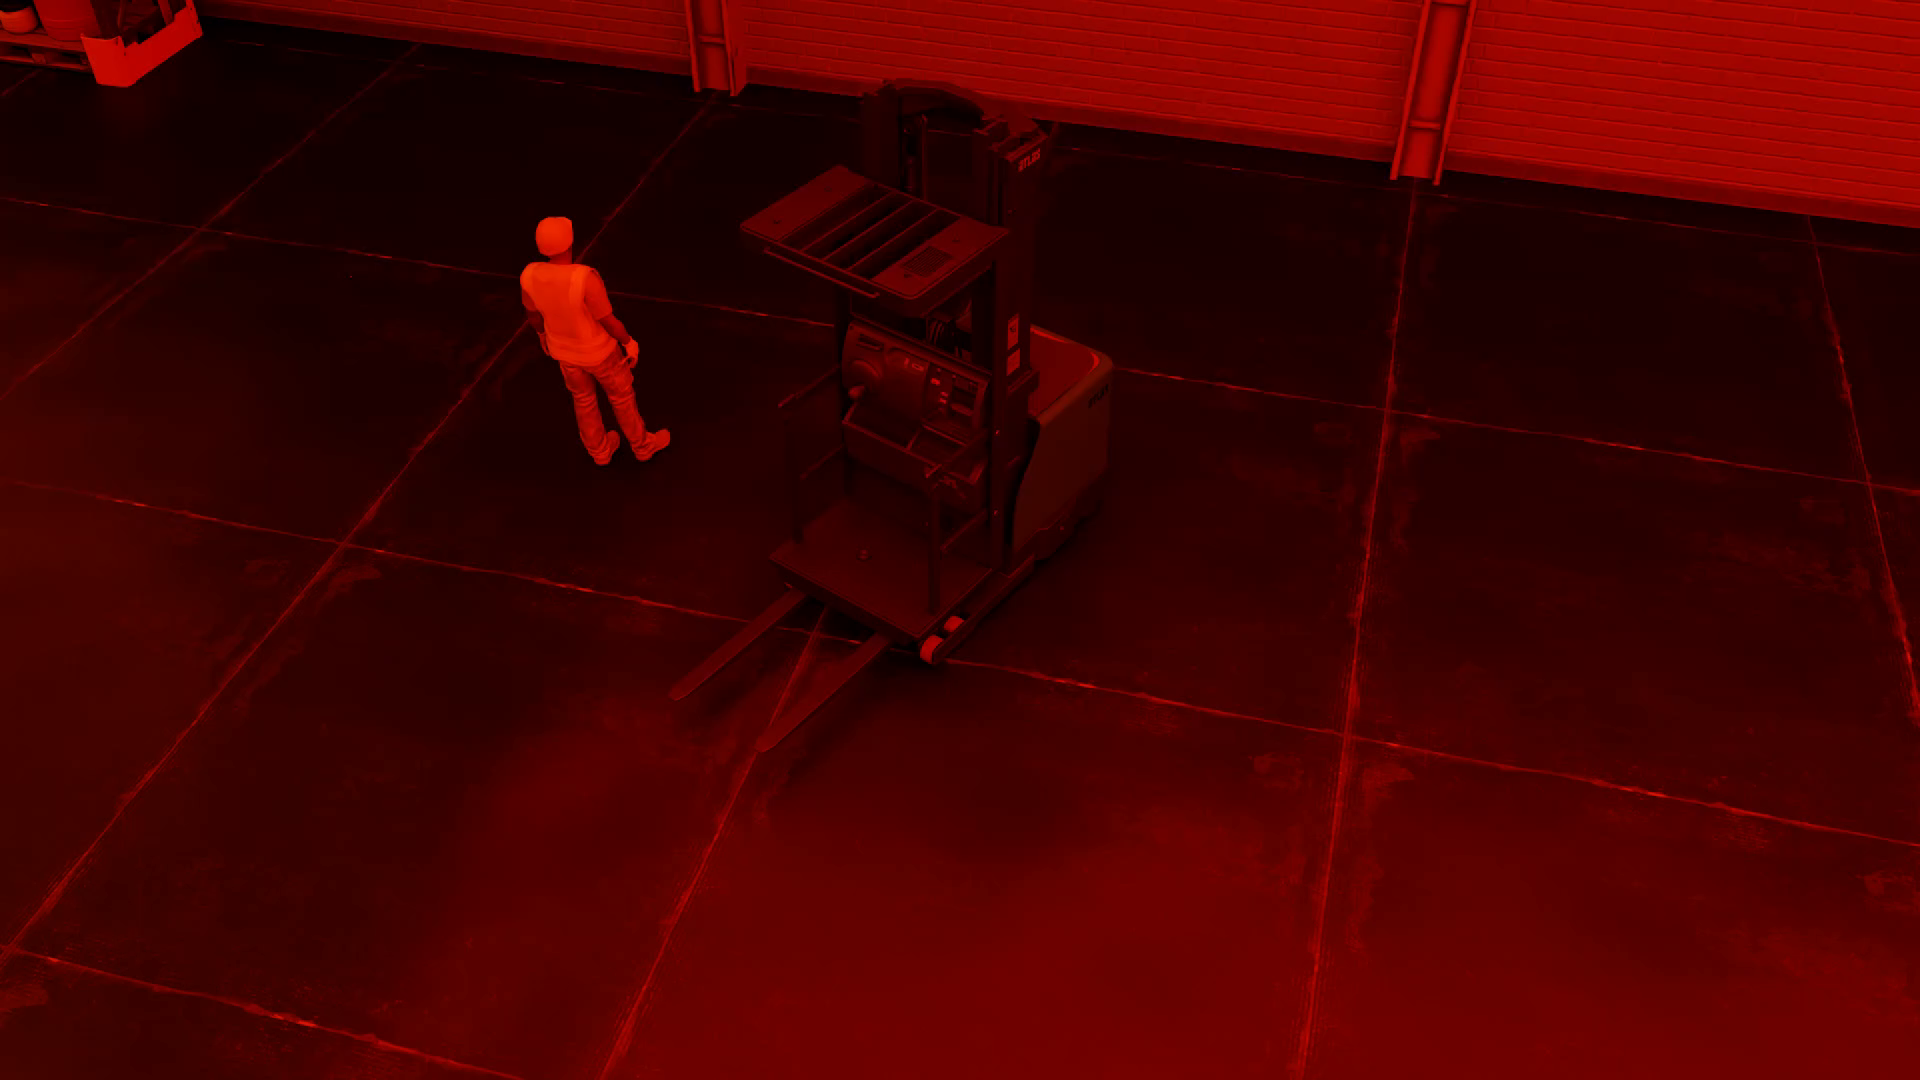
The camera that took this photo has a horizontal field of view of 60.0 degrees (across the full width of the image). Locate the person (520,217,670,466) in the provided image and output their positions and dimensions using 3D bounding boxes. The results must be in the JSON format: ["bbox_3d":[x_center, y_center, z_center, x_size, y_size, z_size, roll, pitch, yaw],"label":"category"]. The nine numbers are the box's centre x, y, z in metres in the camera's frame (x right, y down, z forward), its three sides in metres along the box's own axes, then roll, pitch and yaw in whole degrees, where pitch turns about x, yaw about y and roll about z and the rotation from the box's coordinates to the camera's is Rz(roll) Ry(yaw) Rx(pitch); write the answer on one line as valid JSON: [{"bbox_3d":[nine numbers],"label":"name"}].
[{"bbox_3d":[-2.246,-1.224,10.118,0.656,1.782,0.578,12,43,14],"label":"person"}]

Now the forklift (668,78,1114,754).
[{"bbox_3d":[-0.375,-0.773,8.743,1.130,2.935,3.031,26,48,27],"label":"forklift"}]
